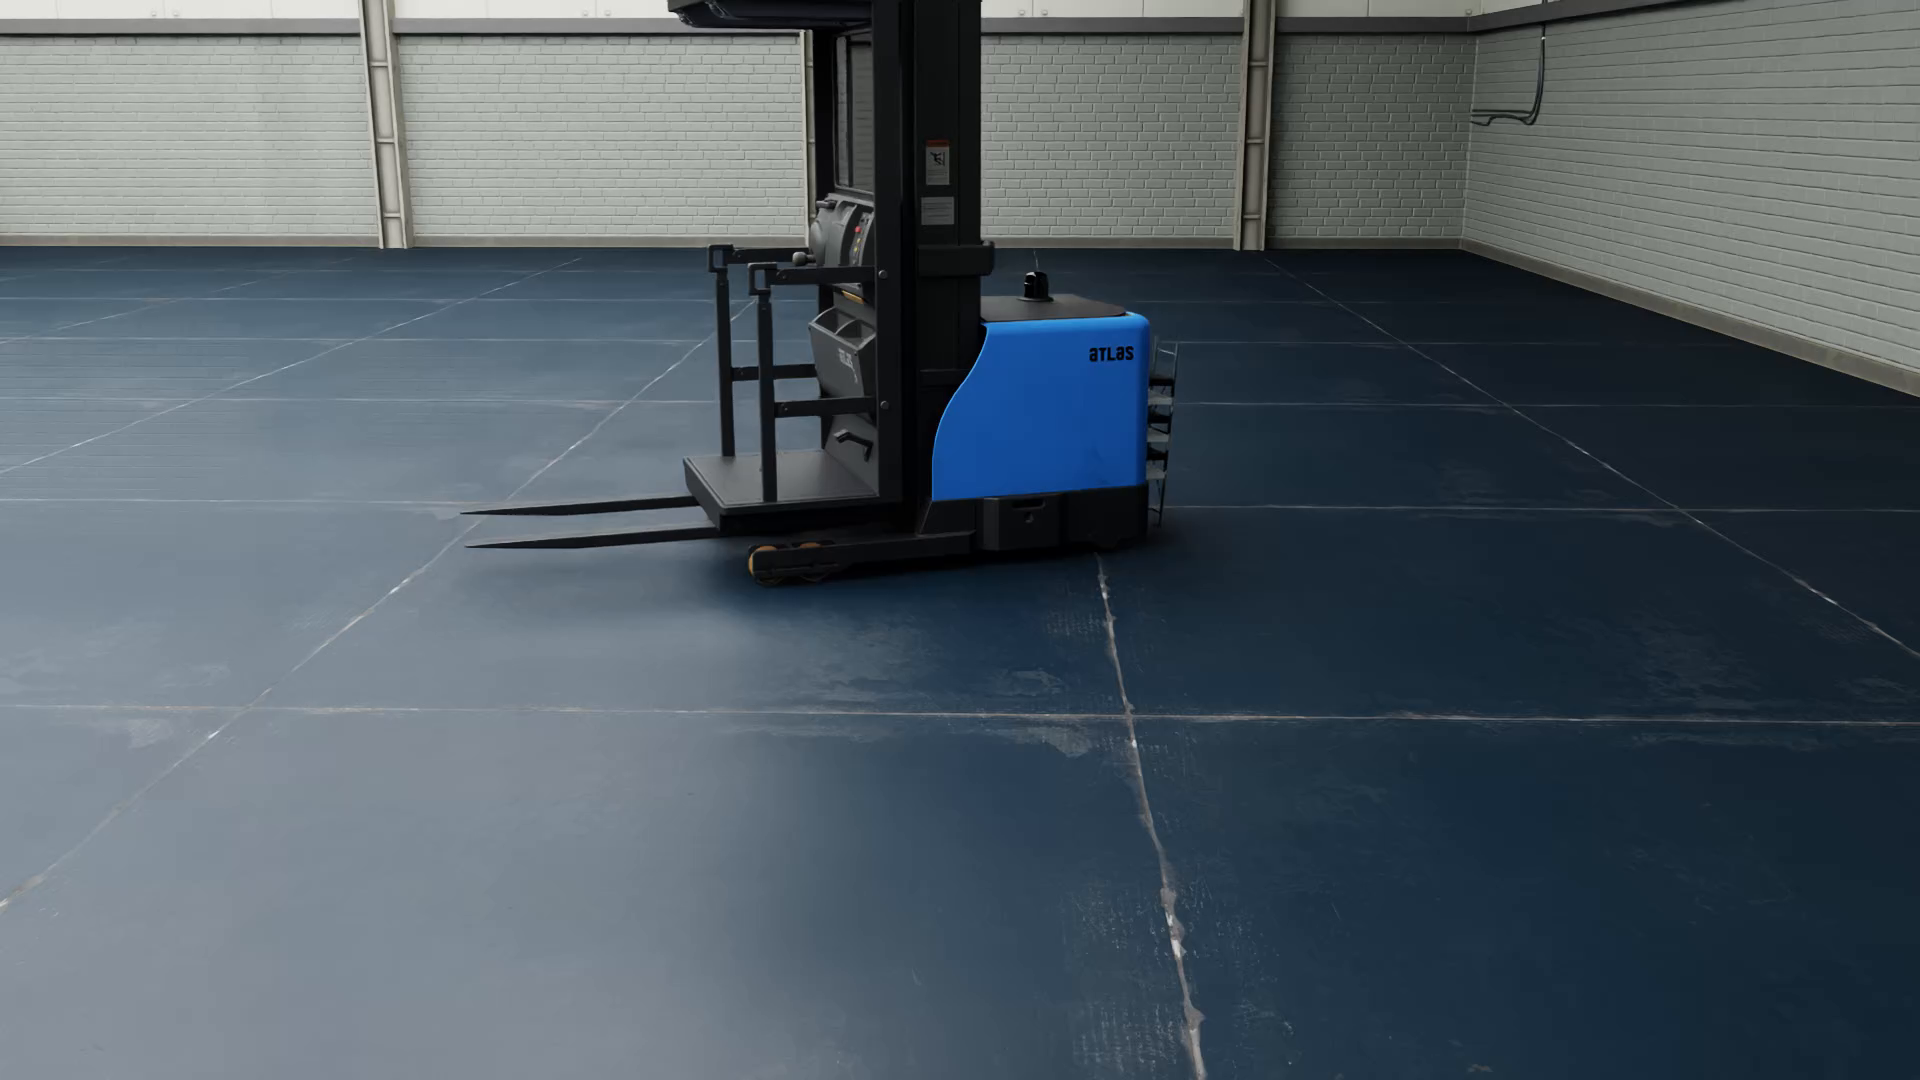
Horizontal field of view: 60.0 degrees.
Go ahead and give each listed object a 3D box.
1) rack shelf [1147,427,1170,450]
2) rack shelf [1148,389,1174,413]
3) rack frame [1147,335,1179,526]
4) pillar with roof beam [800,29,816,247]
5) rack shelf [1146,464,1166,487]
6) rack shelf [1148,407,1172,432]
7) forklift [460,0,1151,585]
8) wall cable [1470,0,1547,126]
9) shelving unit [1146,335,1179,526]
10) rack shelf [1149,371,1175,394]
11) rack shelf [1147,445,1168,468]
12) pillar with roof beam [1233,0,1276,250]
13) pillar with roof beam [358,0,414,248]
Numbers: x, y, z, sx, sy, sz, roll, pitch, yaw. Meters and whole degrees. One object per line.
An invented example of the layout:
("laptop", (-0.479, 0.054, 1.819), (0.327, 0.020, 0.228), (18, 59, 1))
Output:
("rack shelf", (0.869, -0.499, 8.070), (0.200, 0.077, 0.258), (-1, 14, -20))
("rack shelf", (0.881, -0.673, 8.028), (0.200, 0.077, 0.258), (-1, 14, -20))
("rack frame", (0.967, -0.533, 8.098), (0.006, 0.900, 0.240), (-1, 14, -20))
("pillar with roof beam", (-2.074, -7.352, 18.067), (0.400, 9.000, 9.100), (0, 15, 1))
("rack shelf", (0.857, -0.324, 8.111), (0.200, 0.077, 0.258), (-1, 14, -20))
("rack shelf", (0.875, -0.586, 8.049), (0.200, 0.077, 0.258), (-1, 14, -20))
("forklift", (-0.707, -1.375, 7.307), (3.031, 2.935, 1.130), (-5, 15, -17))
("wall cable", (6.945, -6.553, 21.125), (0.112, 2.526, 3.097), (0, 15, 1))
("shelving unit", (0.871, -0.531, 8.062), (0.210, 0.900, 0.258), (-1, 14, -20))
("rack shelf", (0.888, -0.761, 8.008), (0.200, 0.077, 0.258), (-1, 14, -20))
("rack shelf", (0.863, -0.411, 8.091), (0.200, 0.077, 0.258), (-1, 14, -20))
("pillar with roof beam", (3.924, -7.313, 17.918), (0.400, 9.000, 9.100), (0, 15, 1))
("pillar with roof beam", (-8.073, -7.391, 18.215), (0.400, 9.000, 9.100), (0, 15, 1))
